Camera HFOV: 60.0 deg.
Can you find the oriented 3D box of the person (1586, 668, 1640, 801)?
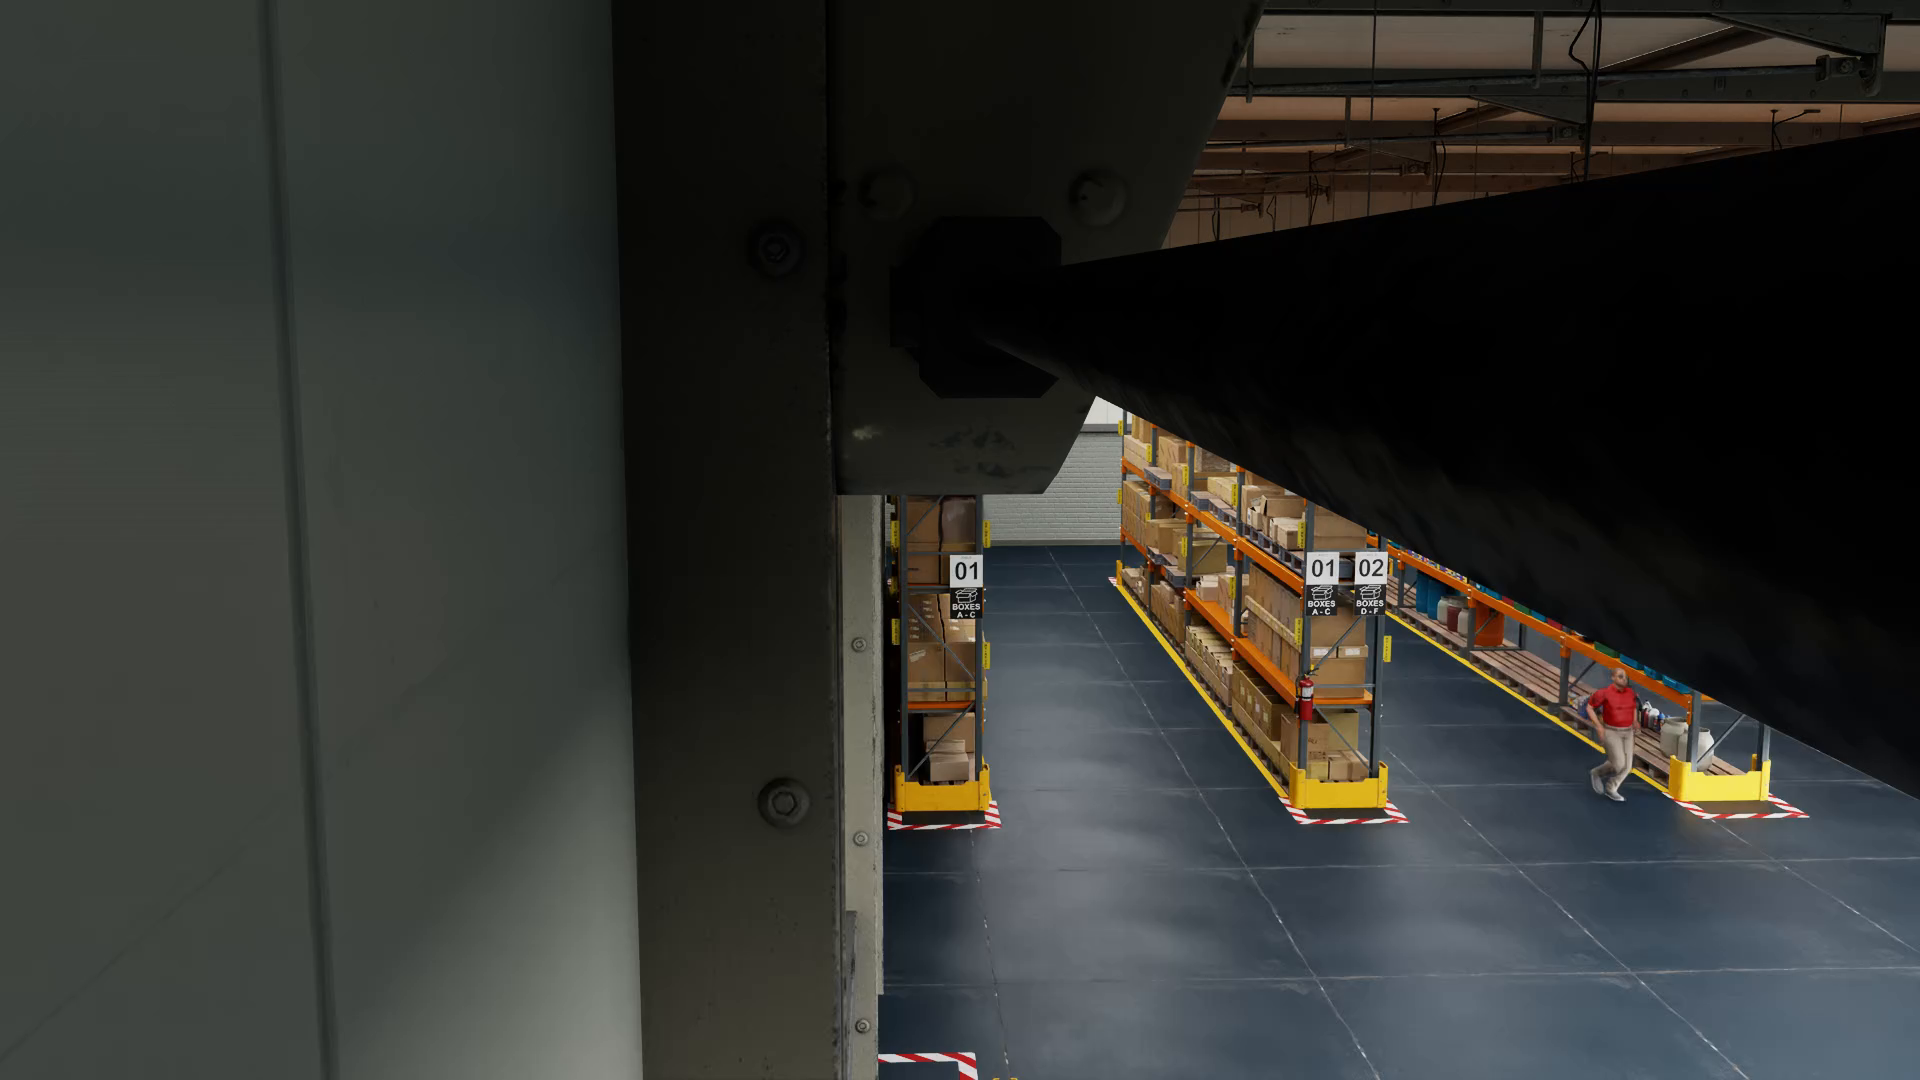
[{"bbox_3d":[8.250,2.442,20.842,0.639,1.673,0.548,-2,9,-15],"label":"person"}]
